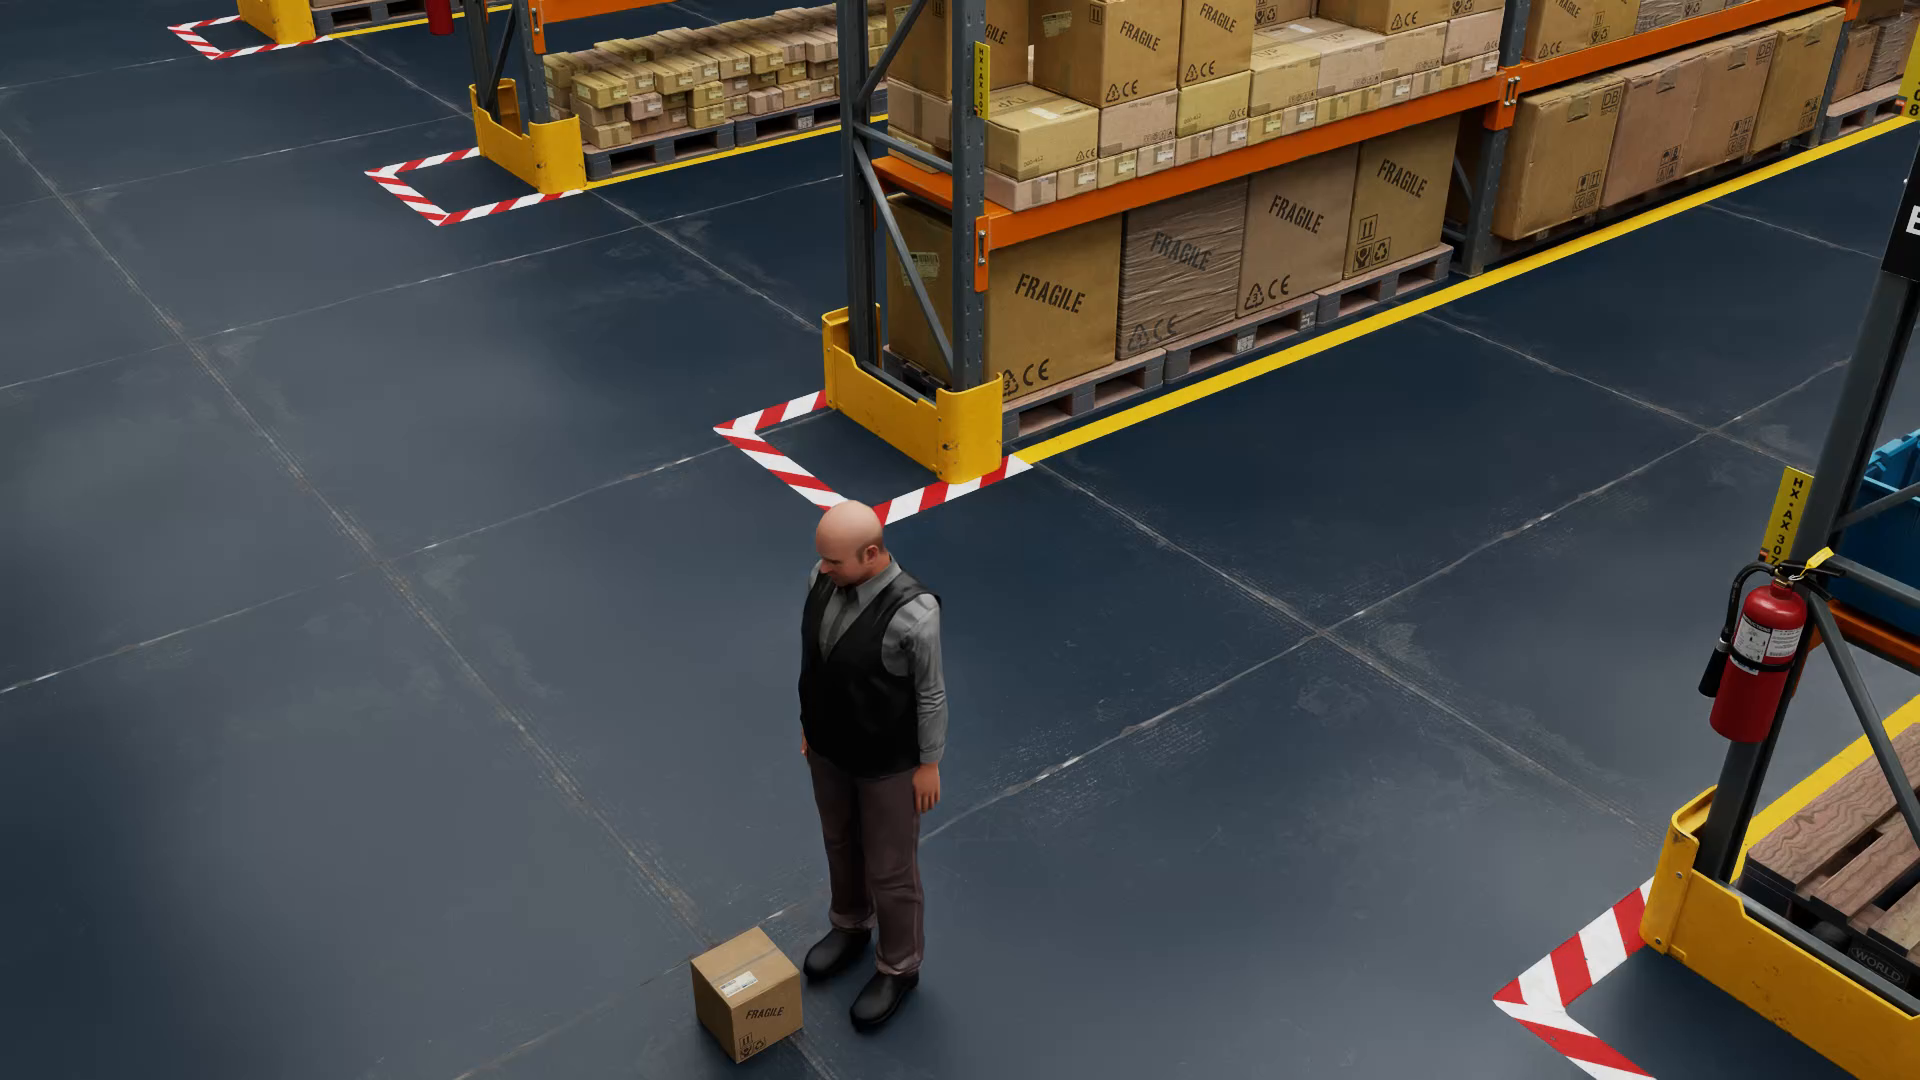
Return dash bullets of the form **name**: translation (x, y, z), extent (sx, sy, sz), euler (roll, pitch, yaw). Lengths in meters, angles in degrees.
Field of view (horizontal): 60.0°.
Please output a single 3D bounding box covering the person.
- **person**: translation (-0.323, 0.654, 5.082), extent (0.449, 1.726, 0.544), euler (-28, 41, -37)
